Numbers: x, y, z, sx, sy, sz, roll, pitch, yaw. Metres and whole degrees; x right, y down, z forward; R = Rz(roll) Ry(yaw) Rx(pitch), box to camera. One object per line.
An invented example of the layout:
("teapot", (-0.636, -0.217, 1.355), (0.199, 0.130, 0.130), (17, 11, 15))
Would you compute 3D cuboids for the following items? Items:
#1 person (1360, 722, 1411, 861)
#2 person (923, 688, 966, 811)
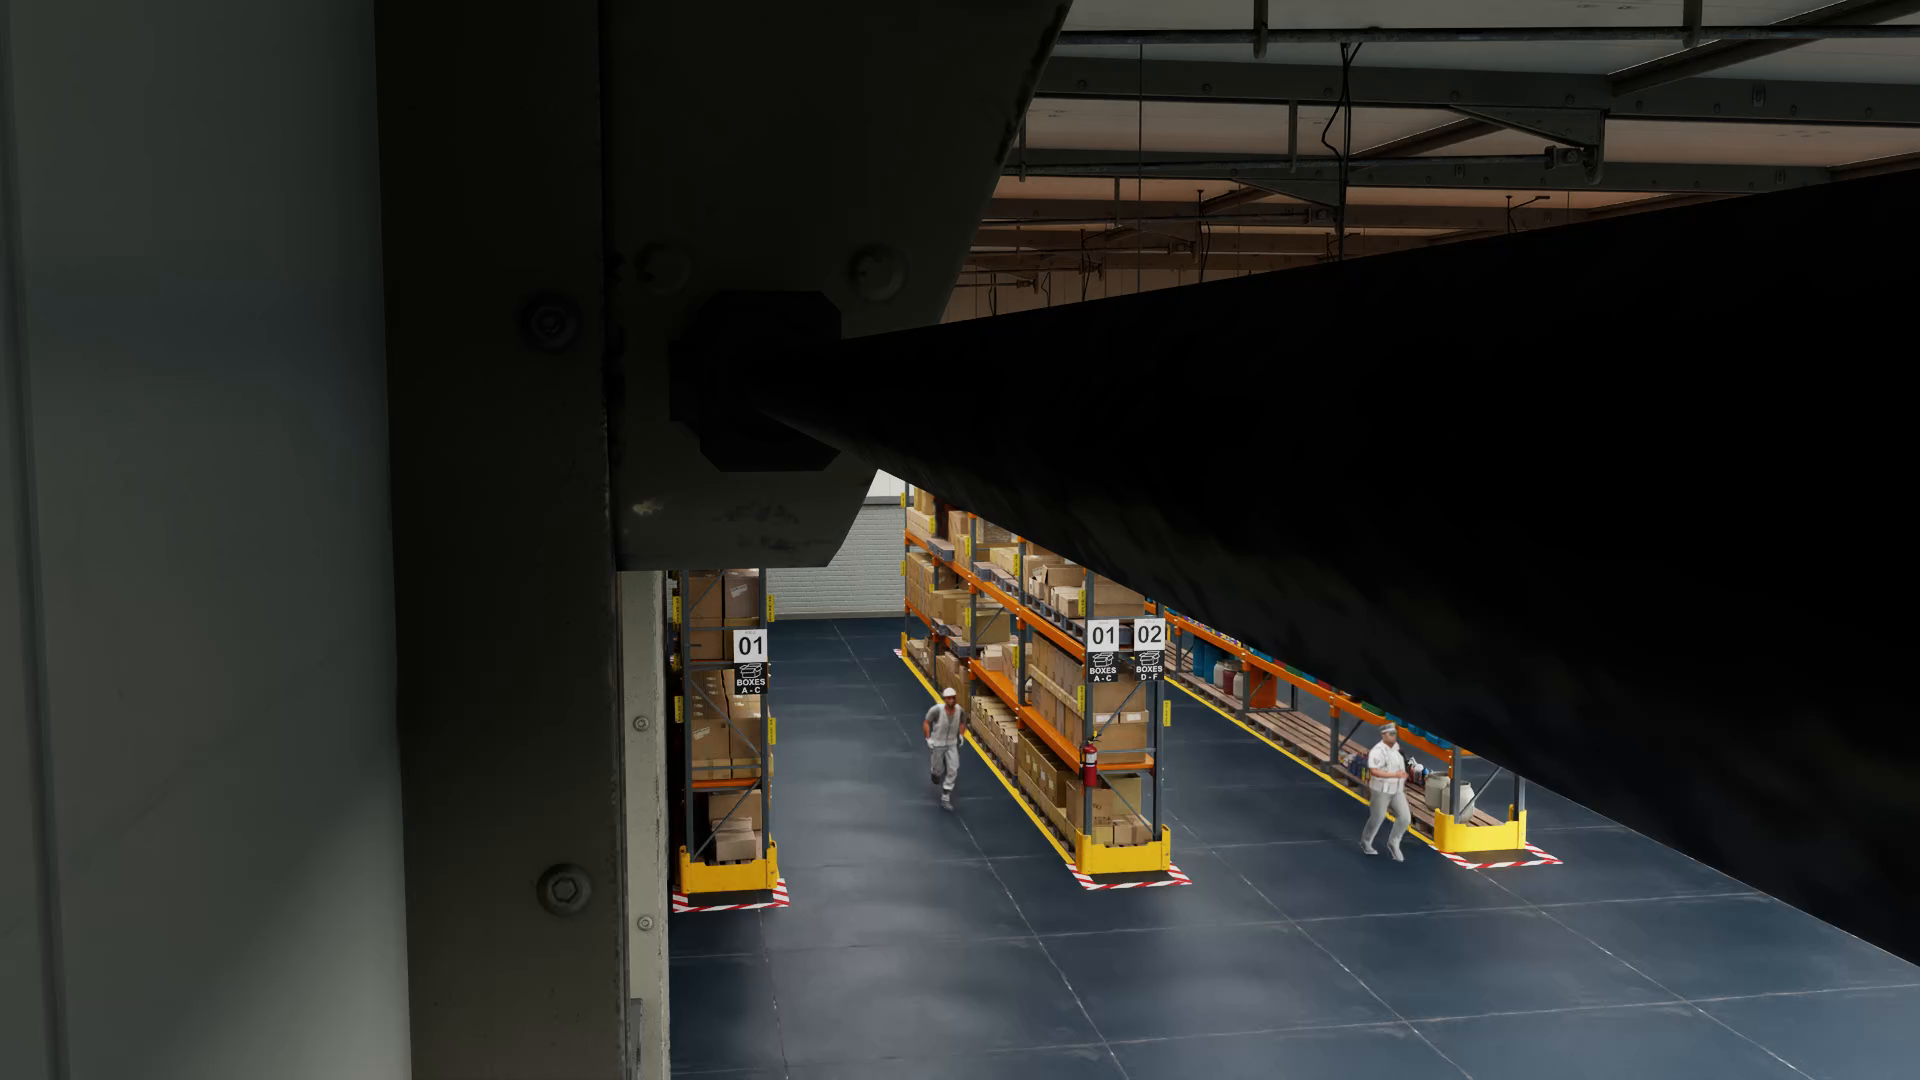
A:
("person", (5.493, 3.240, 21.389), (0.662, 1.841, 0.773), (-3, 7, -30))
("person", (-0.227, 2.980, 24.156), (0.662, 1.759, 0.895), (-2, 6, -17))
